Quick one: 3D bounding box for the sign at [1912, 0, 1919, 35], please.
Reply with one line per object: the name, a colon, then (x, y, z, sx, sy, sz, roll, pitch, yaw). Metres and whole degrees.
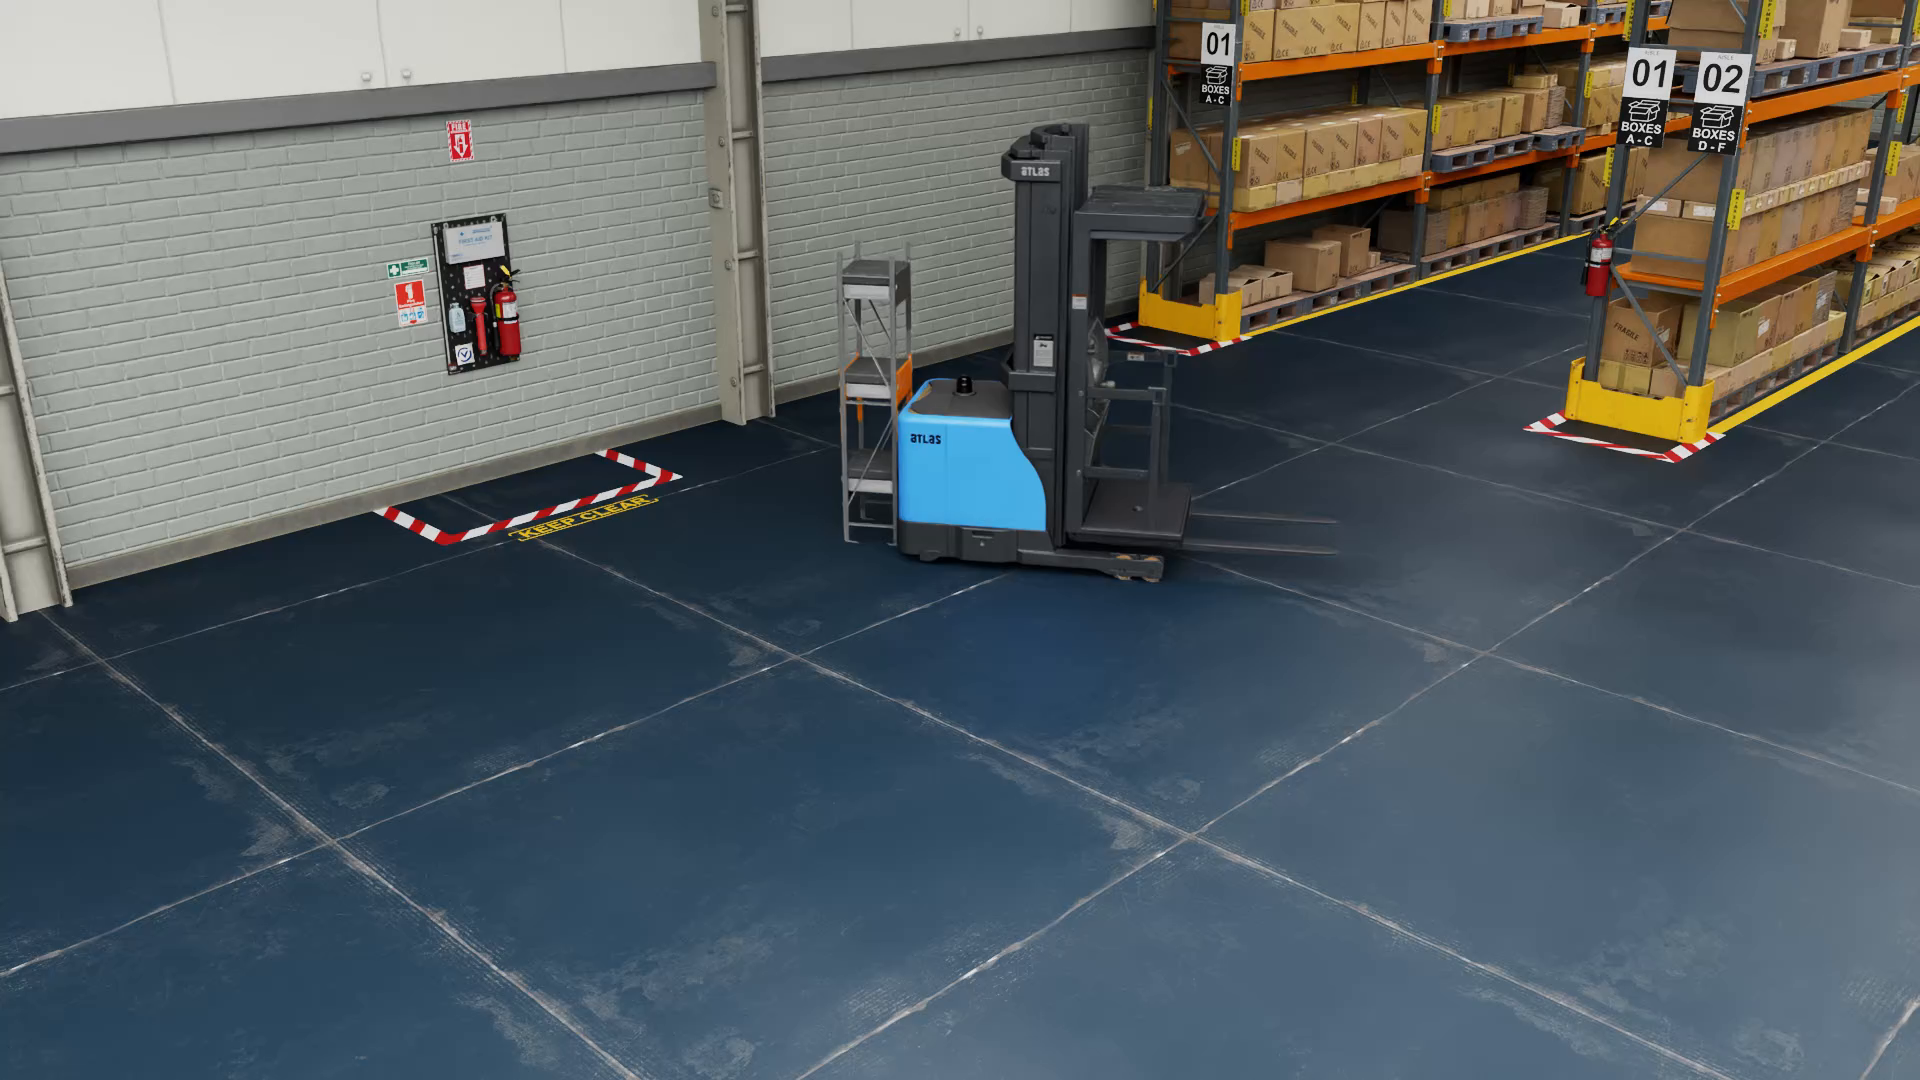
sign: (9.153, -4.978, 15.832, 0.100, 0.325, 0.005, 19, 28, 41)

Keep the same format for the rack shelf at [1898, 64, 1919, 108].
rack shelf: (10.150, -5.016, 17.766, 1.077, 0.370, 4.000, 19, 28, 41)

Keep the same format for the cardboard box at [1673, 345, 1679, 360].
cardboard box: (6.467, -1.666, 15.474, 0.500, 0.250, 0.500, 19, 28, 41)

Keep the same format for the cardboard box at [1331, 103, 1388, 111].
cardboard box: (4.725, -4.898, 19.772, 0.500, 0.500, 0.500, 18, 28, 39)

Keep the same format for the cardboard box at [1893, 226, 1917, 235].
cardboard box: (10.969, -3.579, 19.671, 0.500, 0.311, 0.500, -19, 28, -40)

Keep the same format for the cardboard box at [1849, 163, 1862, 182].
cardboard box: (8.545, -3.601, 16.218, 0.380, 0.149, 0.250, 19, 28, 40)

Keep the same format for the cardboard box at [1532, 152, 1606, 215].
cardboard box: (8.600, -5.054, 23.453, 0.750, 0.750, 0.750, 19, 28, 40)

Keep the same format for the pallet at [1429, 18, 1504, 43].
pallet: (5.710, -6.121, 19.900, 1.213, 0.211, 1.003, 19, 28, 41)

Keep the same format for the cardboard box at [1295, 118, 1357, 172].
cardboard box: (4.029, -4.377, 18.417, 0.500, 0.500, 0.500, -19, 28, -40)

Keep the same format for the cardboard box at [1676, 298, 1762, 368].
cardboard box: (6.845, -1.883, 14.996, 0.500, 0.500, 0.500, 19, 28, 41)

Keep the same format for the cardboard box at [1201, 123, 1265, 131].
cardboard box: (2.947, -4.239, 18.059, 0.500, 0.500, 0.500, -20, 29, -41)

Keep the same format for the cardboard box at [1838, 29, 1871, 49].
cardboard box: (8.109, -4.604, 15.260, 0.380, 0.149, 0.250, 19, 28, 41)

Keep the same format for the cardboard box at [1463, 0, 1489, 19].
cardboard box: (6.071, -6.510, 20.189, 0.500, 0.311, 0.500, -19, 28, -40)

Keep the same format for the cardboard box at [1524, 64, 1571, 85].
cardboard box: (8.124, -6.431, 22.999, 0.500, 0.250, 0.500, -19, 28, -41)

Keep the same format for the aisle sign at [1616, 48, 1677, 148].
aisle sign: (5.708, -3.680, 13.844, 0.394, 0.787, 0.004, 19, 28, 41)

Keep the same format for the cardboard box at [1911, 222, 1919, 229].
cardboard box: (12.029, -3.804, 20.661, 0.500, 0.500, 0.500, -19, 28, -40)

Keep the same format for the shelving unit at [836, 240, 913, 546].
shelving unit: (-0.594, -1.038, 11.848, 0.431, 2.100, 0.503, 4, 21, 10)

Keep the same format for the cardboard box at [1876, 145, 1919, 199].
cardboard box: (10.386, -4.077, 18.362, 0.500, 0.500, 0.500, 17, 27, 38)

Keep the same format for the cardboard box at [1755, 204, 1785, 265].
cardboard box: (7.012, -2.835, 15.131, 0.700, 0.500, 0.500, 19, 28, 41)

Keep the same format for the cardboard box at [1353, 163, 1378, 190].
cardboard box: (4.396, -4.159, 18.896, 0.500, 0.250, 0.500, 19, 28, 40)

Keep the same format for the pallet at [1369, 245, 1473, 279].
pallet: (5.745, -3.576, 21.083, 1.003, 0.211, 1.213, 19, 28, 41)

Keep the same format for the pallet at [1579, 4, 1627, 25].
pallet: (8.404, -7.196, 22.697, 1.003, 0.211, 1.213, -19, 28, -40)

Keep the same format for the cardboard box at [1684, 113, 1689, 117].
cardboard box: (10.751, -6.467, 25.042, 0.380, 0.149, 0.250, 20, 28, 41)

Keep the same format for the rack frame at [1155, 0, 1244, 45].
rack frame: (2.412, -6.449, 16.310, 1.000, 3.000, 0.127, 19, 28, 41)

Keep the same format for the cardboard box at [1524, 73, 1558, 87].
cardboard box: (7.774, -6.164, 22.273, 0.380, 0.149, 0.250, 15, 26, 34)

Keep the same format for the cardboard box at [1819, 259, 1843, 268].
cardboard box: (9.190, -2.923, 17.965, 0.500, 0.311, 0.500, -19, 28, -41)

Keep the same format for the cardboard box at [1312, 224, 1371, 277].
cardboard box: (4.507, -3.438, 19.710, 0.500, 0.500, 0.500, 17, 27, 37)

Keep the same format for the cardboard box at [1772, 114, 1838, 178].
cardboard box: (7.748, -3.716, 15.613, 0.700, 0.500, 0.500, 19, 28, 41)

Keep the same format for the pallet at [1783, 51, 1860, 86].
pallet: (7.327, -4.259, 14.916, 1.003, 0.211, 1.213, 19, 28, 41)

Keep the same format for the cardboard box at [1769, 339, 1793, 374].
cardboard box: (7.545, -1.790, 15.797, 0.500, 0.250, 0.500, 19, 28, 41)

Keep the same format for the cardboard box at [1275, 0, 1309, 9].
cardboard box: (3.241, -5.726, 17.049, 0.500, 0.500, 0.500, 19, 28, 40)

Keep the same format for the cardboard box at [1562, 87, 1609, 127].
cardboard box: (8.515, -5.961, 22.820, 0.500, 0.500, 0.500, -19, 28, -40)

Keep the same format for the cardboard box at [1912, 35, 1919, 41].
cardboard box: (9.573, -5.262, 17.026, 0.500, 0.250, 0.500, 16, 26, 36)

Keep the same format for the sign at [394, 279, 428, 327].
sign: (-4.116, -1.777, 12.468, 0.001, 0.329, 0.234, 19, 28, 41)

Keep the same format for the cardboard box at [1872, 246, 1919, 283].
cardboard box: (10.293, -3.052, 18.298, 0.500, 0.311, 0.500, -19, 28, -41)

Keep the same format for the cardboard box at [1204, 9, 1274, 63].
cardboard box: (2.825, -5.128, 16.887, 0.500, 0.500, 0.500, -19, 28, -41)

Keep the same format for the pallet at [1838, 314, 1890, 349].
pallet: (9.241, -2.335, 17.856, 1.003, 0.211, 1.213, 19, 28, 41)

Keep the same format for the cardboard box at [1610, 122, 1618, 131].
cardboard box: (9.079, -5.898, 23.560, 0.250, 0.149, 0.380, -19, 28, -41)

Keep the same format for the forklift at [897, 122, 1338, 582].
forklift: (1.126, -1.289, 11.344, 3.031, 2.935, 1.130, 4, 21, 10)

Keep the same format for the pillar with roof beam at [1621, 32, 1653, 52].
pillar with roof beam: (13.737, -8.852, 22.563, 9.100, 9.000, 0.400, 19, 28, 41)

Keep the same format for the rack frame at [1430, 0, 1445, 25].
rack frame: (5.203, -7.477, 18.985, 1.000, 3.000, 0.127, 19, 28, 41)

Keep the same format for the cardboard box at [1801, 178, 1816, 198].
cardboard box: (7.648, -3.269, 15.355, 0.250, 0.149, 0.380, -19, 28, -40)

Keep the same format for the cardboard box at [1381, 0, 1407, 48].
cardboard box: (4.666, -5.814, 18.673, 0.500, 0.500, 0.500, 16, 26, 36)

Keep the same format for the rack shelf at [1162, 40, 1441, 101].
rack shelf: (3.808, -5.227, 18.314, 1.077, 0.370, 4.000, 19, 28, 41)

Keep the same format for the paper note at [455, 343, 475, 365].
paper note: (-3.829, -1.438, 12.861, 0.016, 0.148, 0.142, 19, 28, 41)

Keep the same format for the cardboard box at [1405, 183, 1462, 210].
cardboard box: (6.009, -4.373, 21.096, 0.500, 0.250, 0.500, 19, 28, 40)

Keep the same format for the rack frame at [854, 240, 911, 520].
rack frame: (-0.547, -1.124, 12.072, 0.400, 2.100, 0.015, 4, 21, 10)

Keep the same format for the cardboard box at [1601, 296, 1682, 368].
cardboard box: (6.125, -1.885, 14.999, 0.500, 0.500, 0.500, 19, 28, 41)

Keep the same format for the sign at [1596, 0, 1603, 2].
sign: (8.381, -7.210, 21.751, 0.100, 0.325, 0.005, 19, 28, 41)

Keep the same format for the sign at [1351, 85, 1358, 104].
sign: (4.803, -5.355, 20.212, 0.100, 0.325, 0.005, 19, 28, 41)

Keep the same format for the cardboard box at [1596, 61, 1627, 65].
cardboard box: (9.215, -6.570, 23.359, 0.500, 0.250, 0.500, 20, 28, 41)

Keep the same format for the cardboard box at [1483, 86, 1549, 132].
cardboard box: (7.302, -5.683, 21.927, 0.700, 0.500, 0.500, 16, 26, 36)

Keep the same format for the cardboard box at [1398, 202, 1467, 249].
cardboard box: (6.029, -4.054, 21.312, 0.700, 0.500, 0.500, 19, 28, 40)

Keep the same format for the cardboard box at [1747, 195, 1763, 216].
cardboard box: (6.749, -2.938, 14.495, 0.380, 0.149, 0.250, 19, 28, 41)
